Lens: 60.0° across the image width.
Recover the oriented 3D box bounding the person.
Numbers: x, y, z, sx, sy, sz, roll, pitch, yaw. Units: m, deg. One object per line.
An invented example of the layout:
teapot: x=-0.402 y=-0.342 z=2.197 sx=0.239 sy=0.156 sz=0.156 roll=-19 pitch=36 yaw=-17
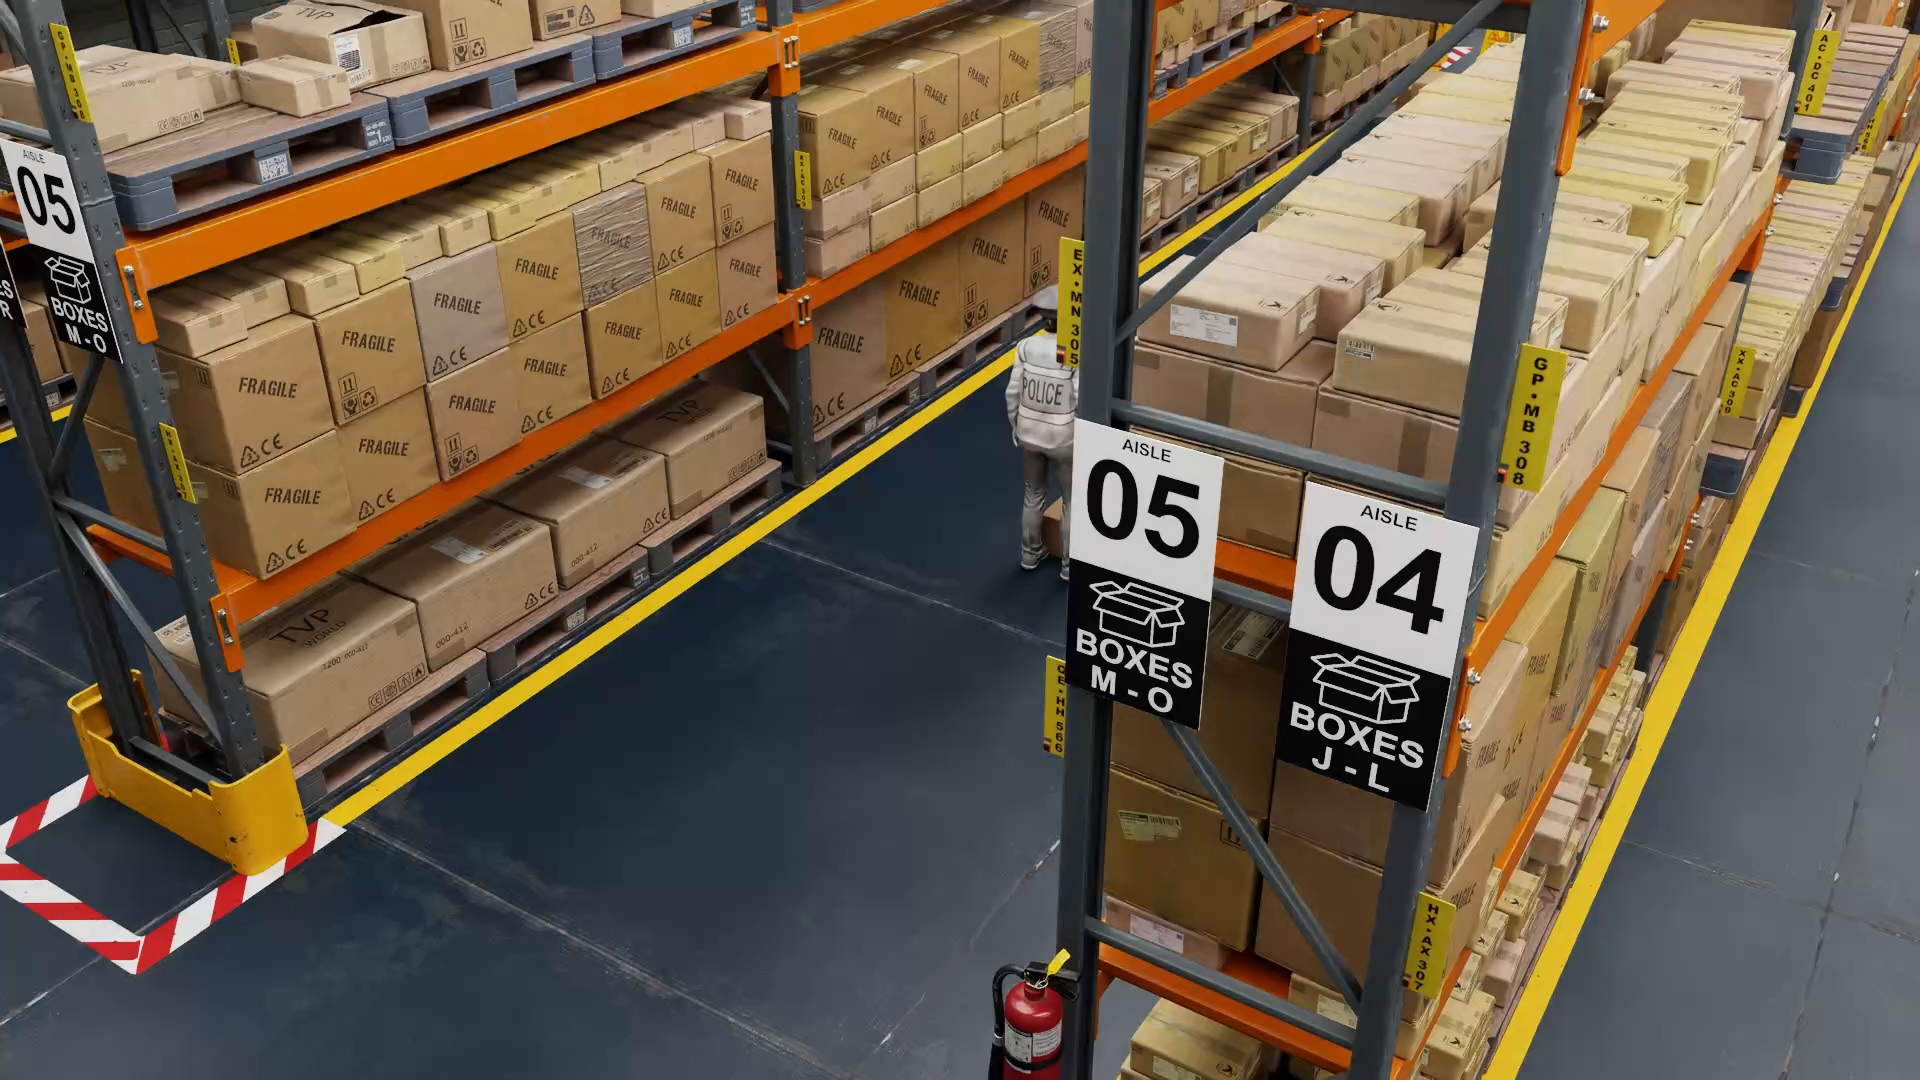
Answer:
person: x=0.507 y=-0.567 z=9.131 sx=0.544 sy=1.666 sz=0.371 roll=16 pitch=34 yaw=25
